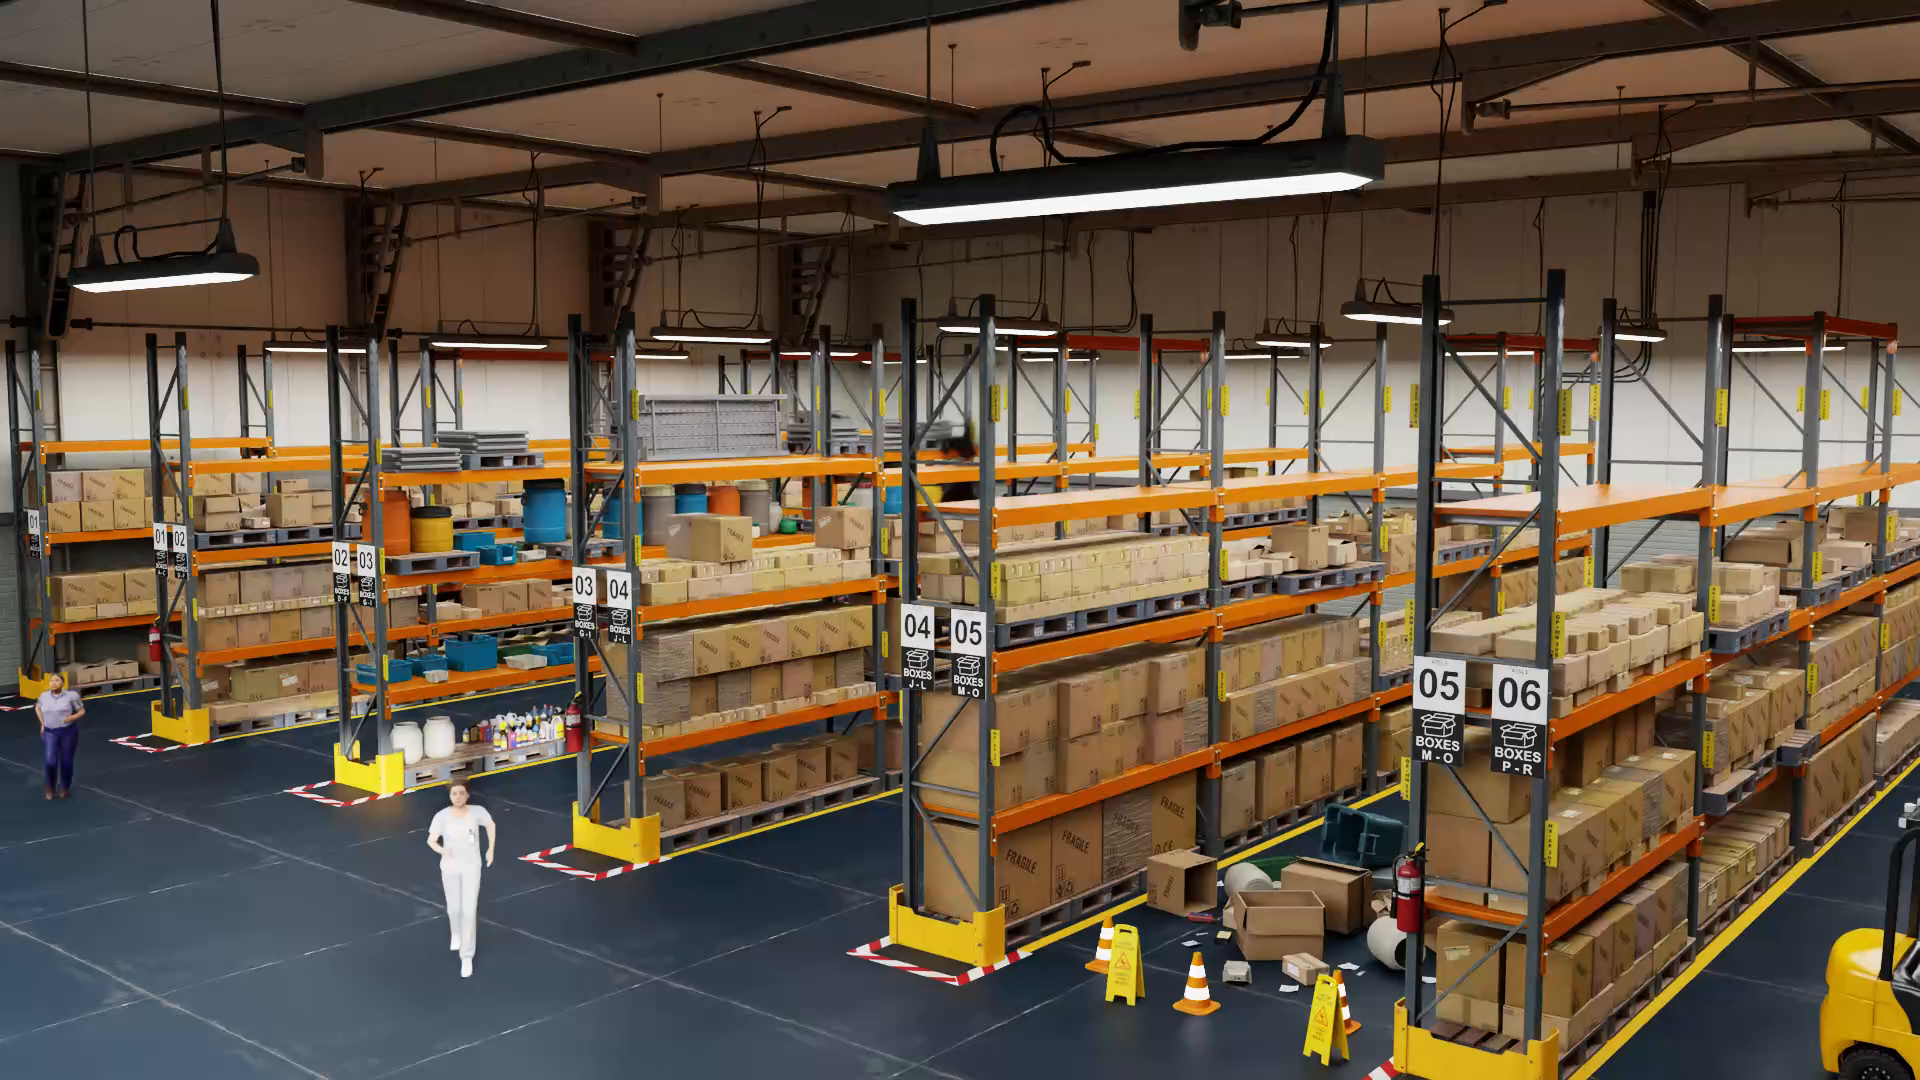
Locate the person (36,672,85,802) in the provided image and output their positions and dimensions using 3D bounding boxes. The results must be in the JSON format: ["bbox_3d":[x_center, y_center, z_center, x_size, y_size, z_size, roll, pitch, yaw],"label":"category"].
[{"bbox_3d":[-11.320,2.481,20.922,0.580,1.644,0.636,-2,6,-22],"label":"person"}]

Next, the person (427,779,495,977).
[{"bbox_3d":[-4.490,2.981,15.002,0.583,1.698,0.853,-1,5,-14],"label":"person"}]
